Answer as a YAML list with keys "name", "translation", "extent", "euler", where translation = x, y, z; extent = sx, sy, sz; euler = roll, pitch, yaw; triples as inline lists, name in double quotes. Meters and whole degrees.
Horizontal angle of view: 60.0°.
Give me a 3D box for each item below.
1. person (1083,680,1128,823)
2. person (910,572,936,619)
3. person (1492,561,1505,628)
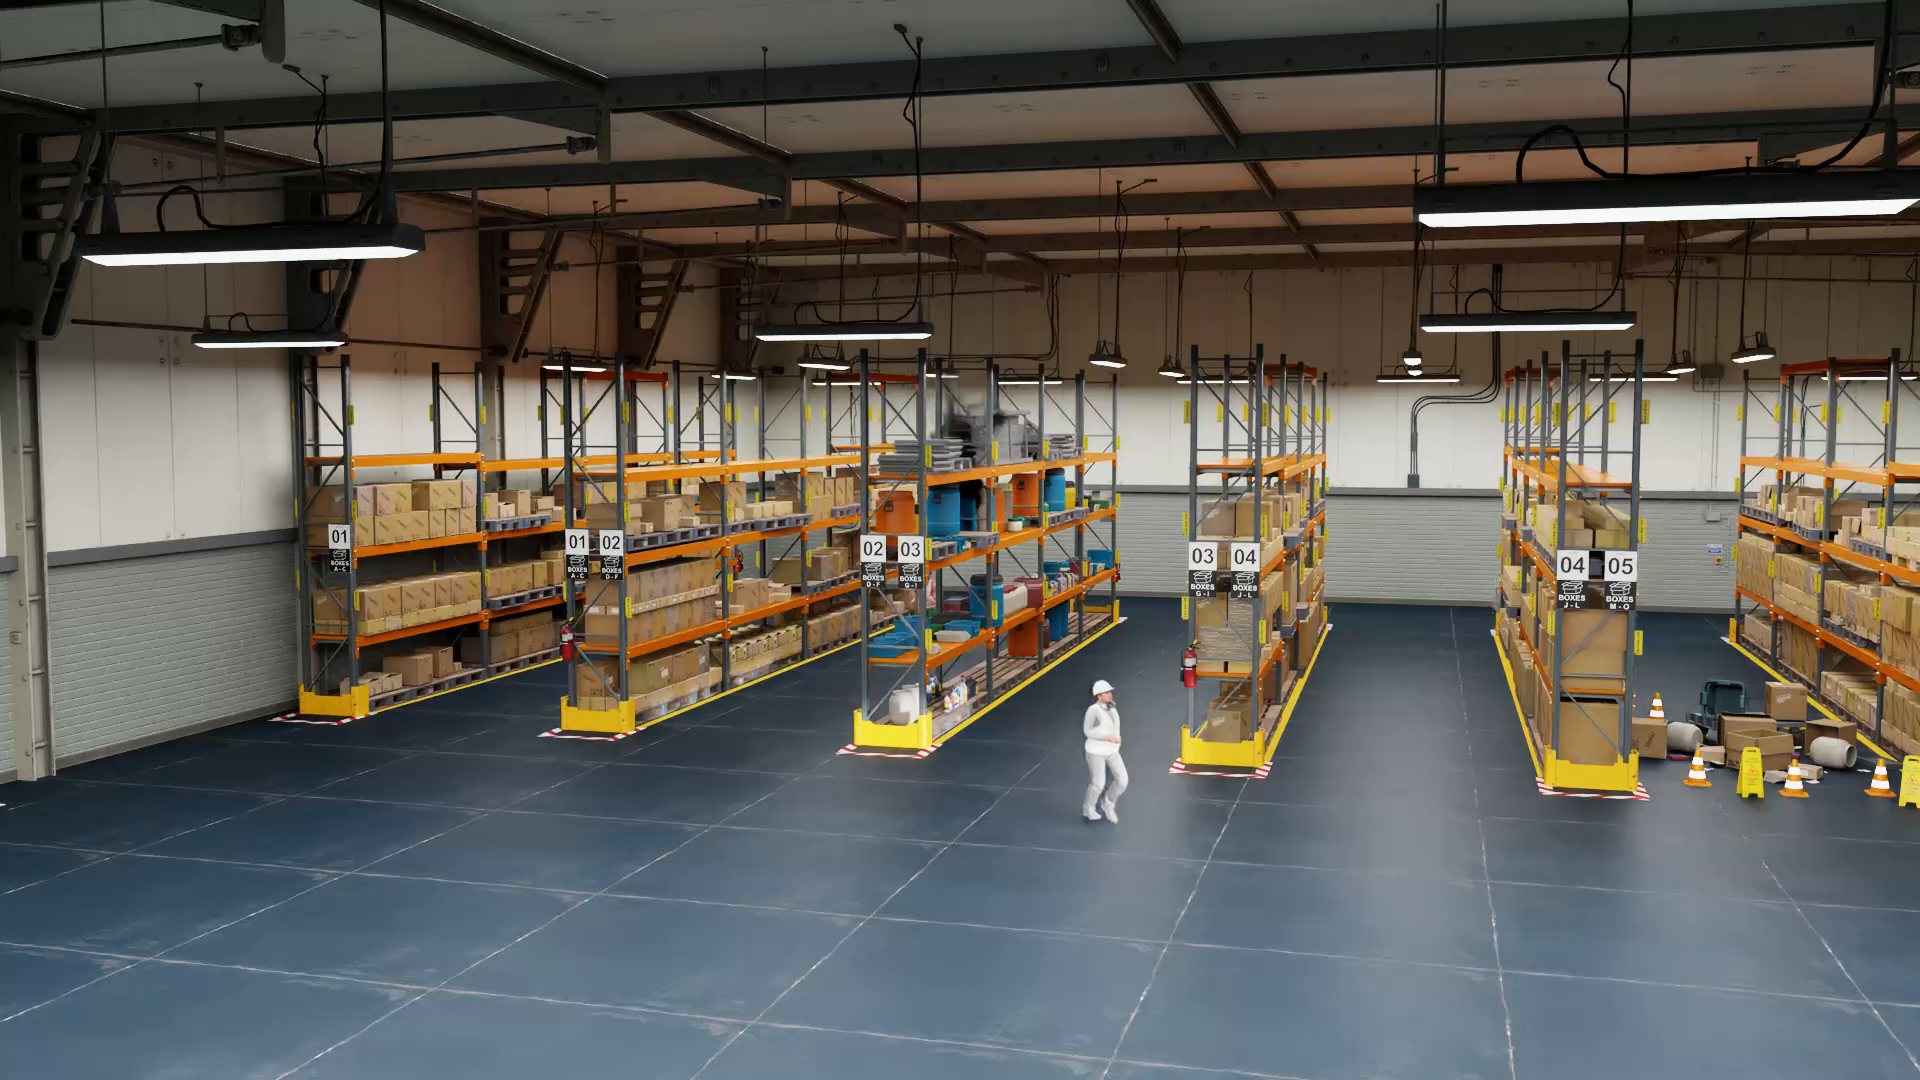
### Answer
- name: "person"
  translation: [1.770, 2.605, 20.351]
  extent: [0.649, 1.781, 0.700]
  euler: [-4, 6, -40]
- name: "person"
  translation: [-0.747, 1.443, 35.500]
  extent: [0.658, 1.740, 0.650]
  euler: [0, 4, 3]
- name: "person"
  translation: [12.773, 1.257, 39.094]
  extent: [0.508, 1.660, 0.618]
  euler: [1, 5, 18]
